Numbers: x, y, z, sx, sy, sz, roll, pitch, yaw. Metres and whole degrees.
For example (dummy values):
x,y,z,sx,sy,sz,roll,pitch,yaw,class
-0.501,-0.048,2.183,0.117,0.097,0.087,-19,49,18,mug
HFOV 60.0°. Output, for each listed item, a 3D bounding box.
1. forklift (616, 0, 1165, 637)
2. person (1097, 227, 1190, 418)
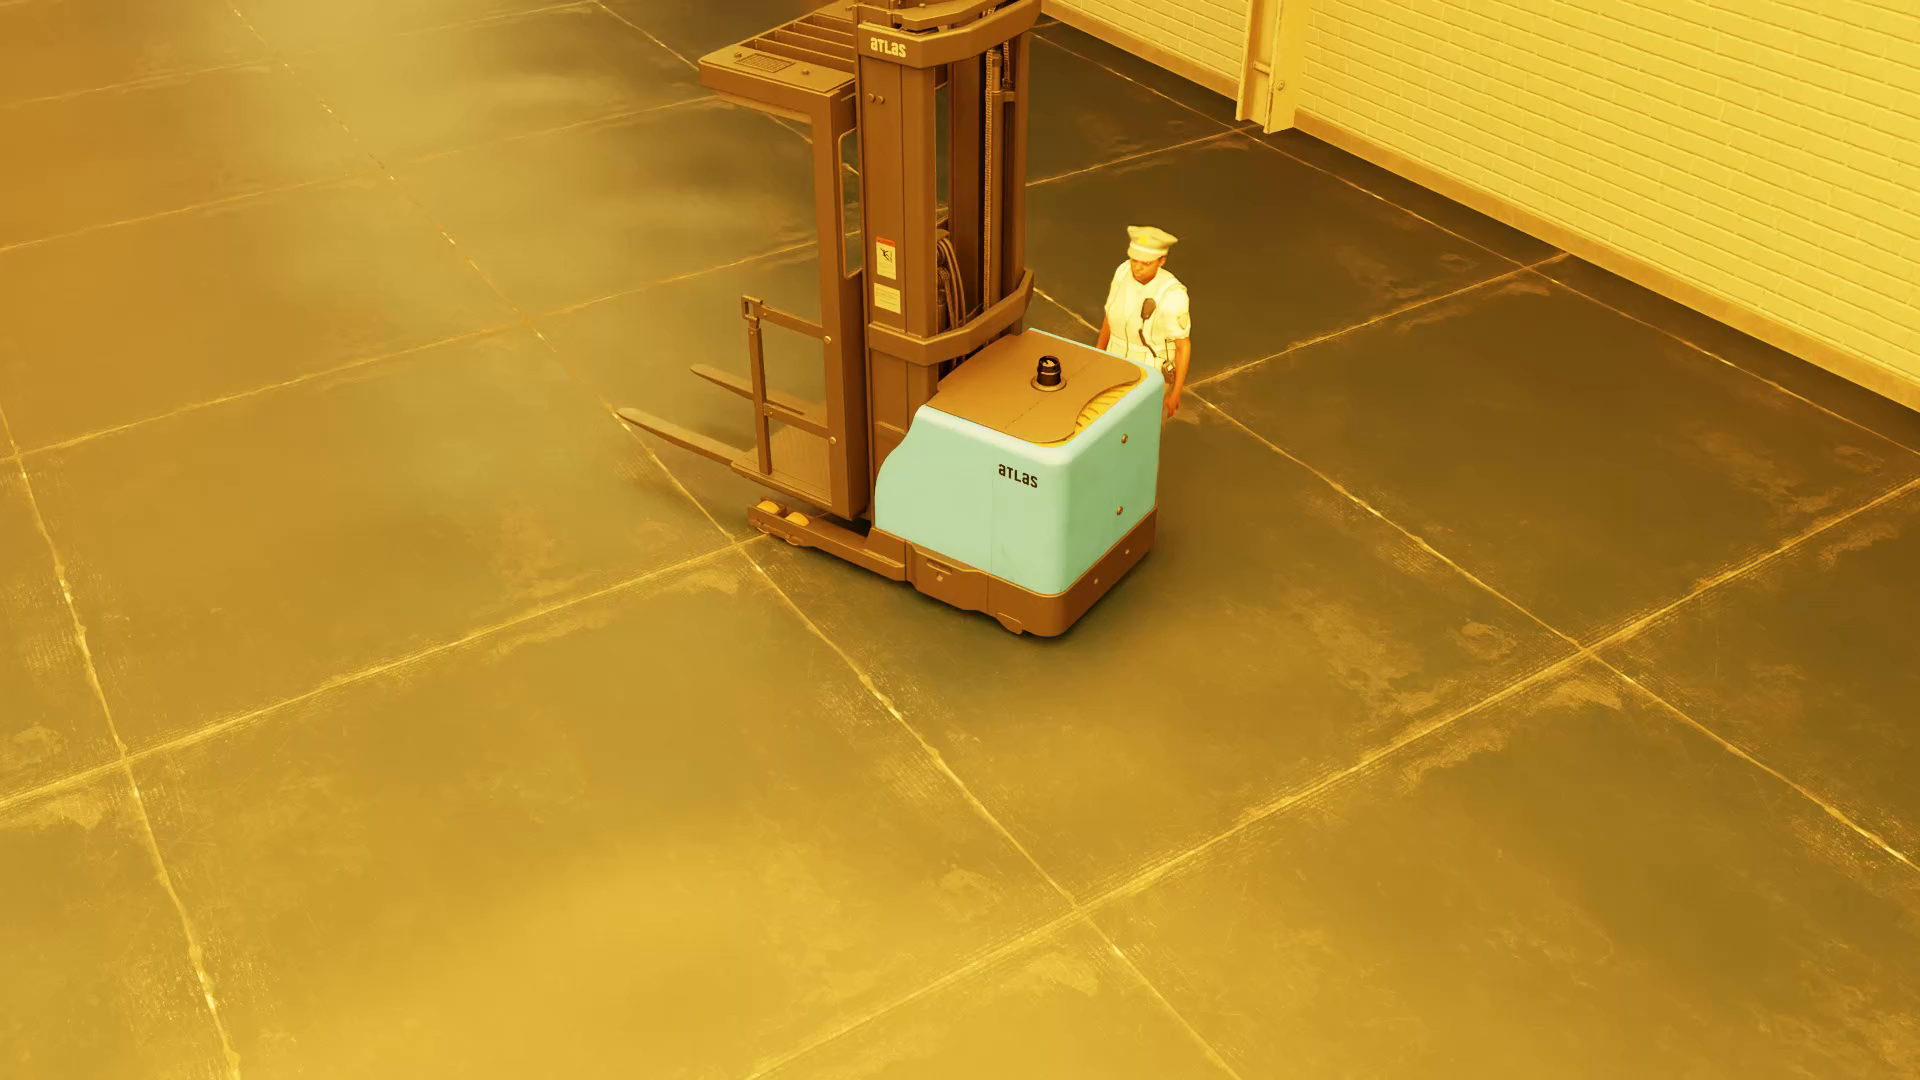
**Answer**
x,y,z,sx,sy,sz,roll,pitch,yaw,class
-0.500,-1.399,8.138,3.031,2.935,1.130,22,41,28,forklift
0.811,-0.795,8.352,0.572,1.682,0.567,28,44,34,person
